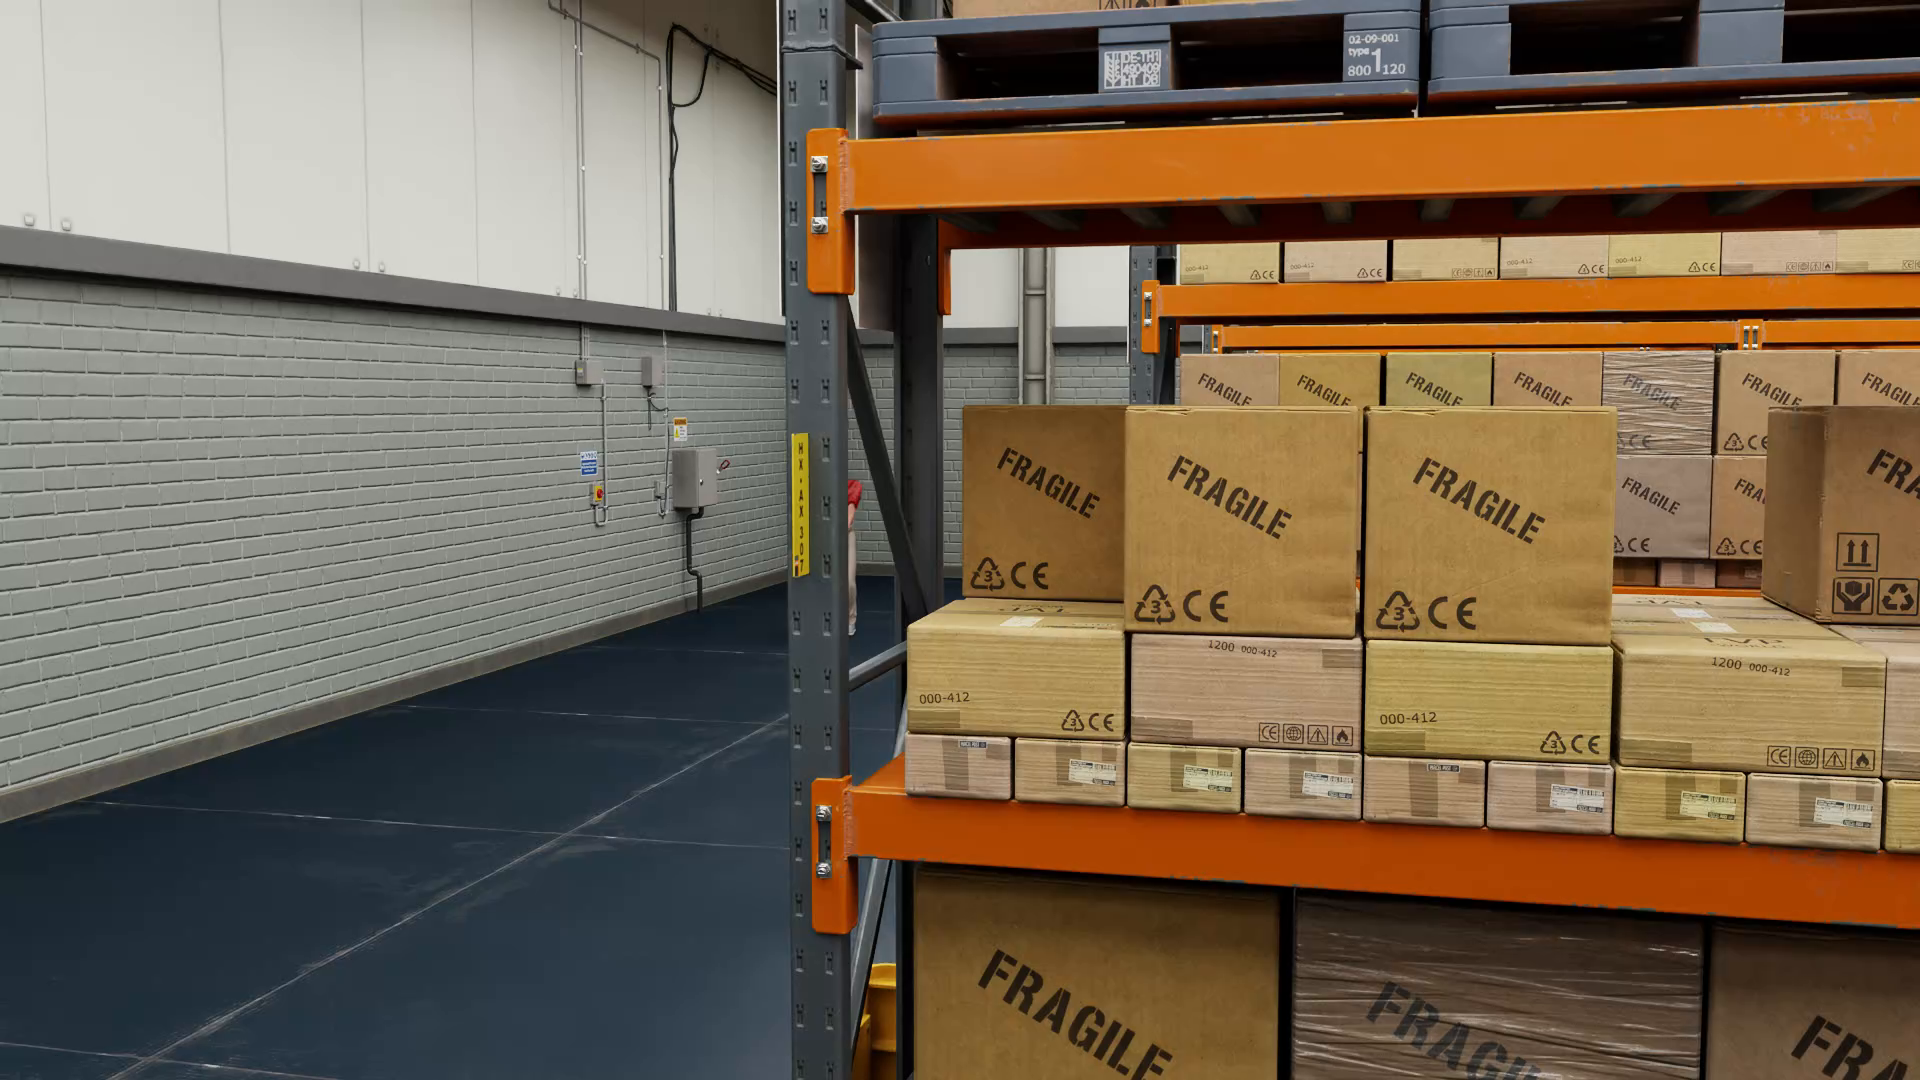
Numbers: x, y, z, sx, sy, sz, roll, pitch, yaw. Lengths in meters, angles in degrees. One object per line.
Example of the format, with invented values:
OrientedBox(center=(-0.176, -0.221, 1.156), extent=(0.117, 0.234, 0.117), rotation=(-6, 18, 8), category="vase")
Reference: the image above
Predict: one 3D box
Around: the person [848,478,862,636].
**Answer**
OrientedBox(center=(-1.195, 0.045, 15.647), extent=(0.490, 1.722, 0.540), rotation=(1, 5, 14), category="person")
